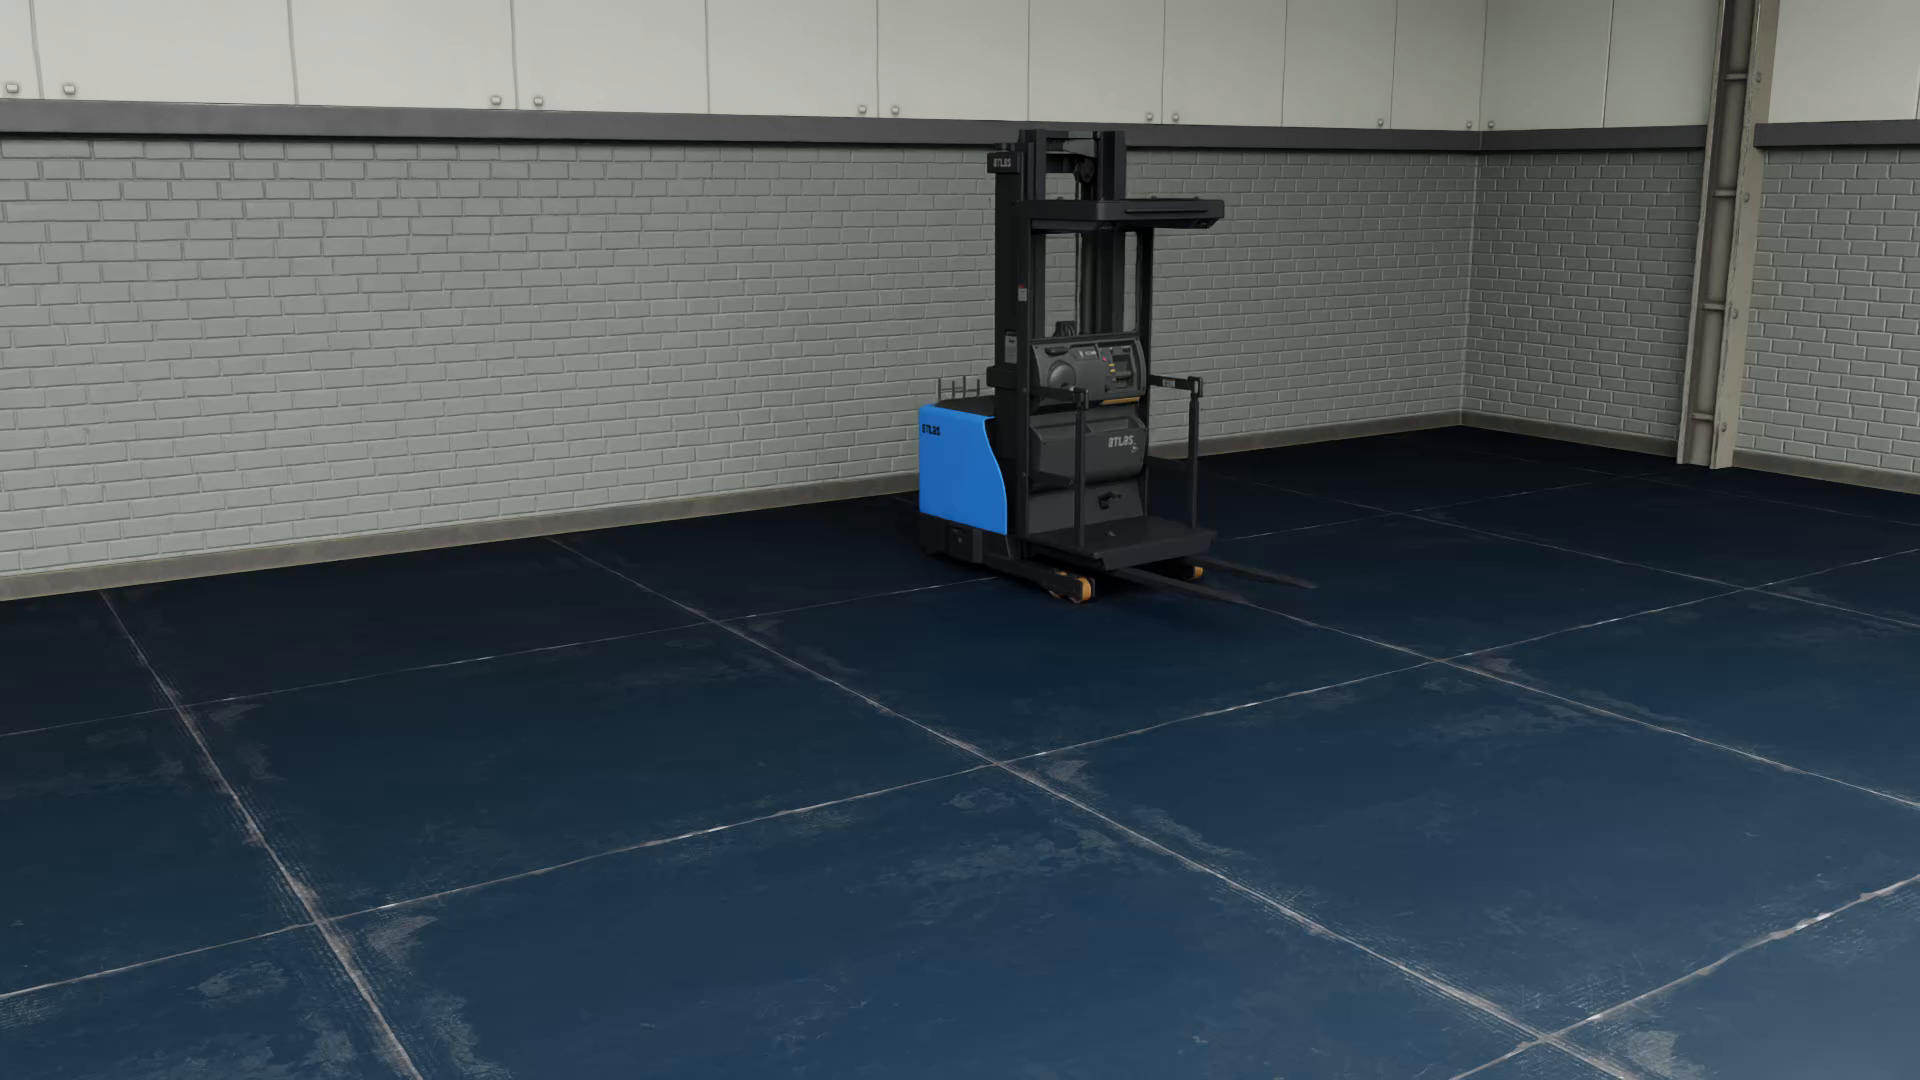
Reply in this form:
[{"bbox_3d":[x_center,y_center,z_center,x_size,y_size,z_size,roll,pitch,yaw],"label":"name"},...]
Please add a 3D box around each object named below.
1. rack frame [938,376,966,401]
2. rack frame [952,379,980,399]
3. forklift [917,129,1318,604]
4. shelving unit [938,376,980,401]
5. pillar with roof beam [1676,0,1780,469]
[{"bbox_3d":[-0.059,-0.605,12.320,0.240,1.200,0.006,-8,15,-33],"label":"rack frame"},{"bbox_3d":[0.043,-0.572,12.171,0.240,1.200,0.006,-8,15,-33],"label":"rack frame"},{"bbox_3d":[0.983,-1.150,10.758,1.130,2.935,3.031,-9,15,-36],"label":"forklift"},{"bbox_3d":[-0.008,-0.589,12.245,0.258,1.200,0.189,-8,15,-33],"label":"shelving unit"},{"bbox_3d":[3.402,-4.595,12.310,9.100,9.000,0.400,-8,15,-33],"label":"pillar with roof beam"}]
